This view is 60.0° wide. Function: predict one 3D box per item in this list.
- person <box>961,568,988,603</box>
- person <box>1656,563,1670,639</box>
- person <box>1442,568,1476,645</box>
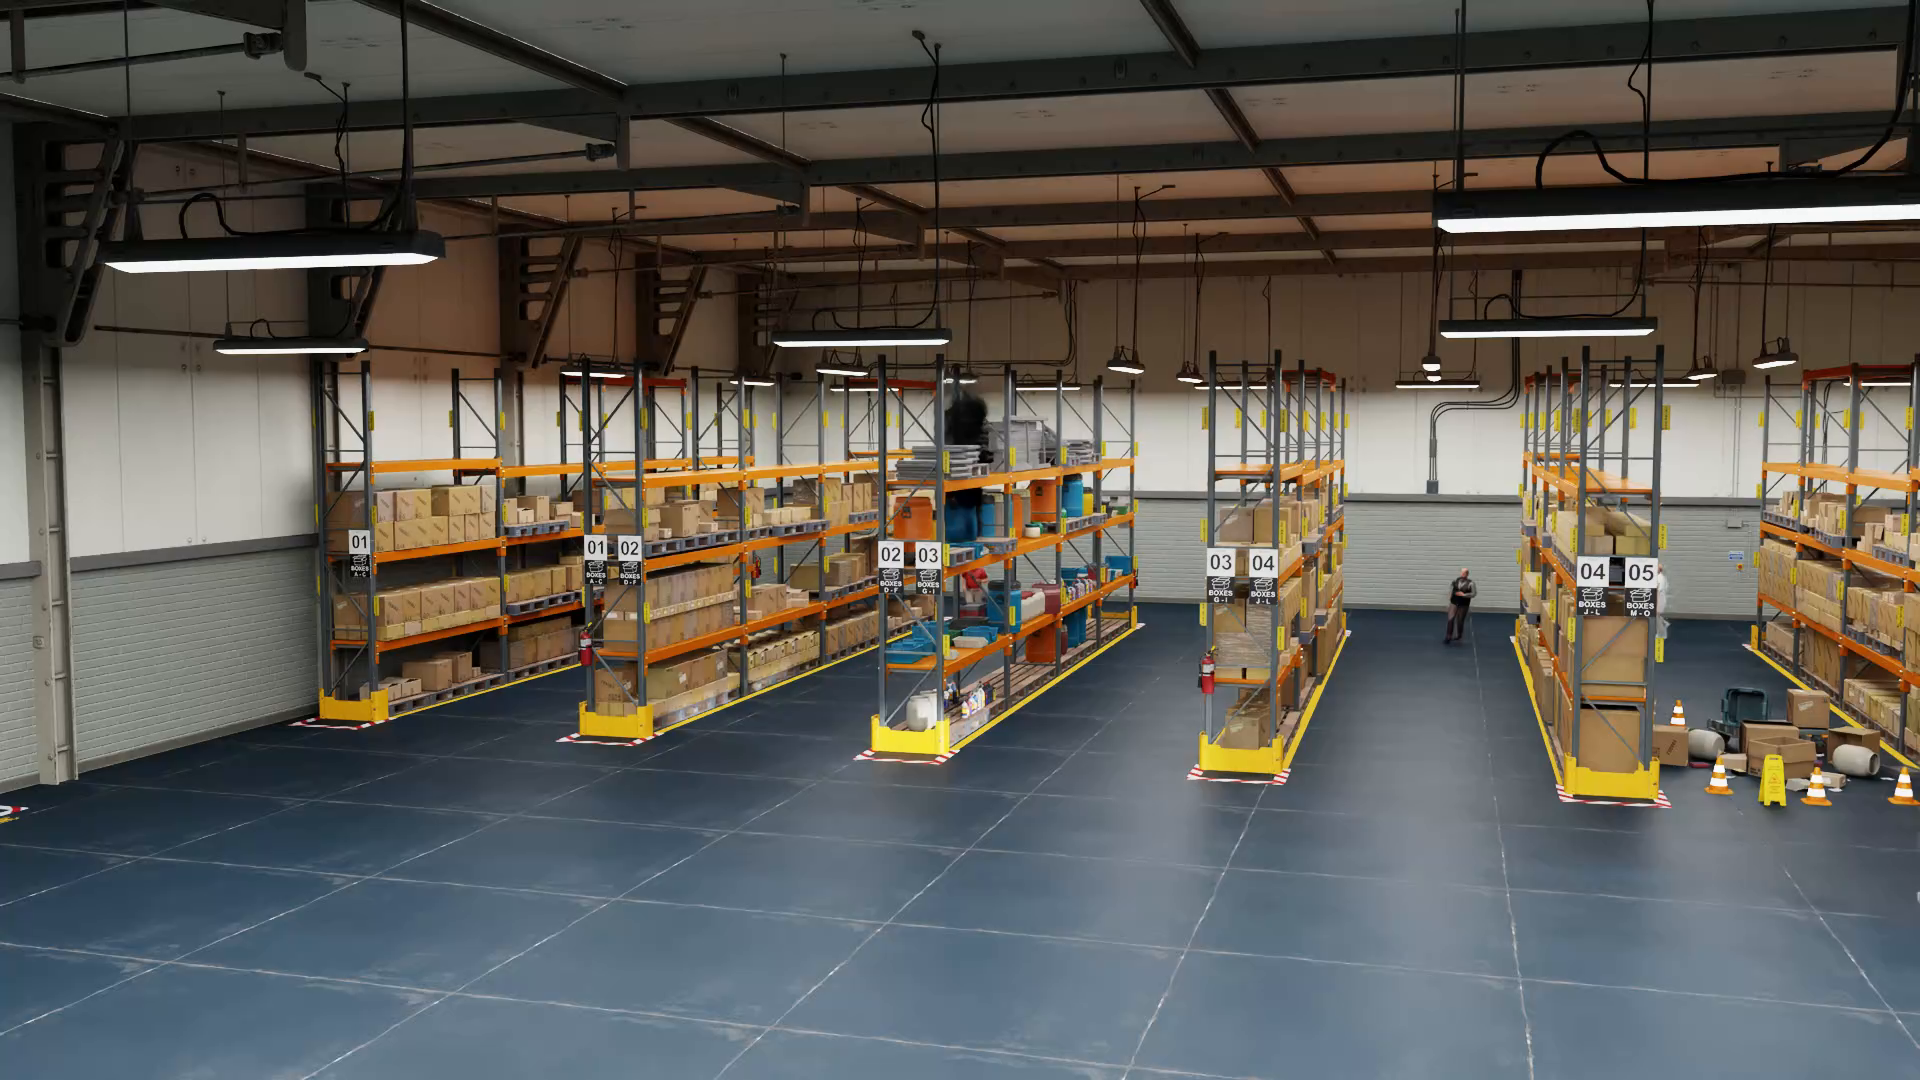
[{"bbox_3d":[0.342,1.305,39.578,0.657,1.777,0.841,0,4,2],"label":"person"},{"bbox_3d":[15.998,1.404,38.207,0.654,1.746,0.693,1,4,19],"label":"person"},{"bbox_3d":[11.280,1.497,37.356,0.672,1.757,0.775,3,5,32],"label":"person"}]
